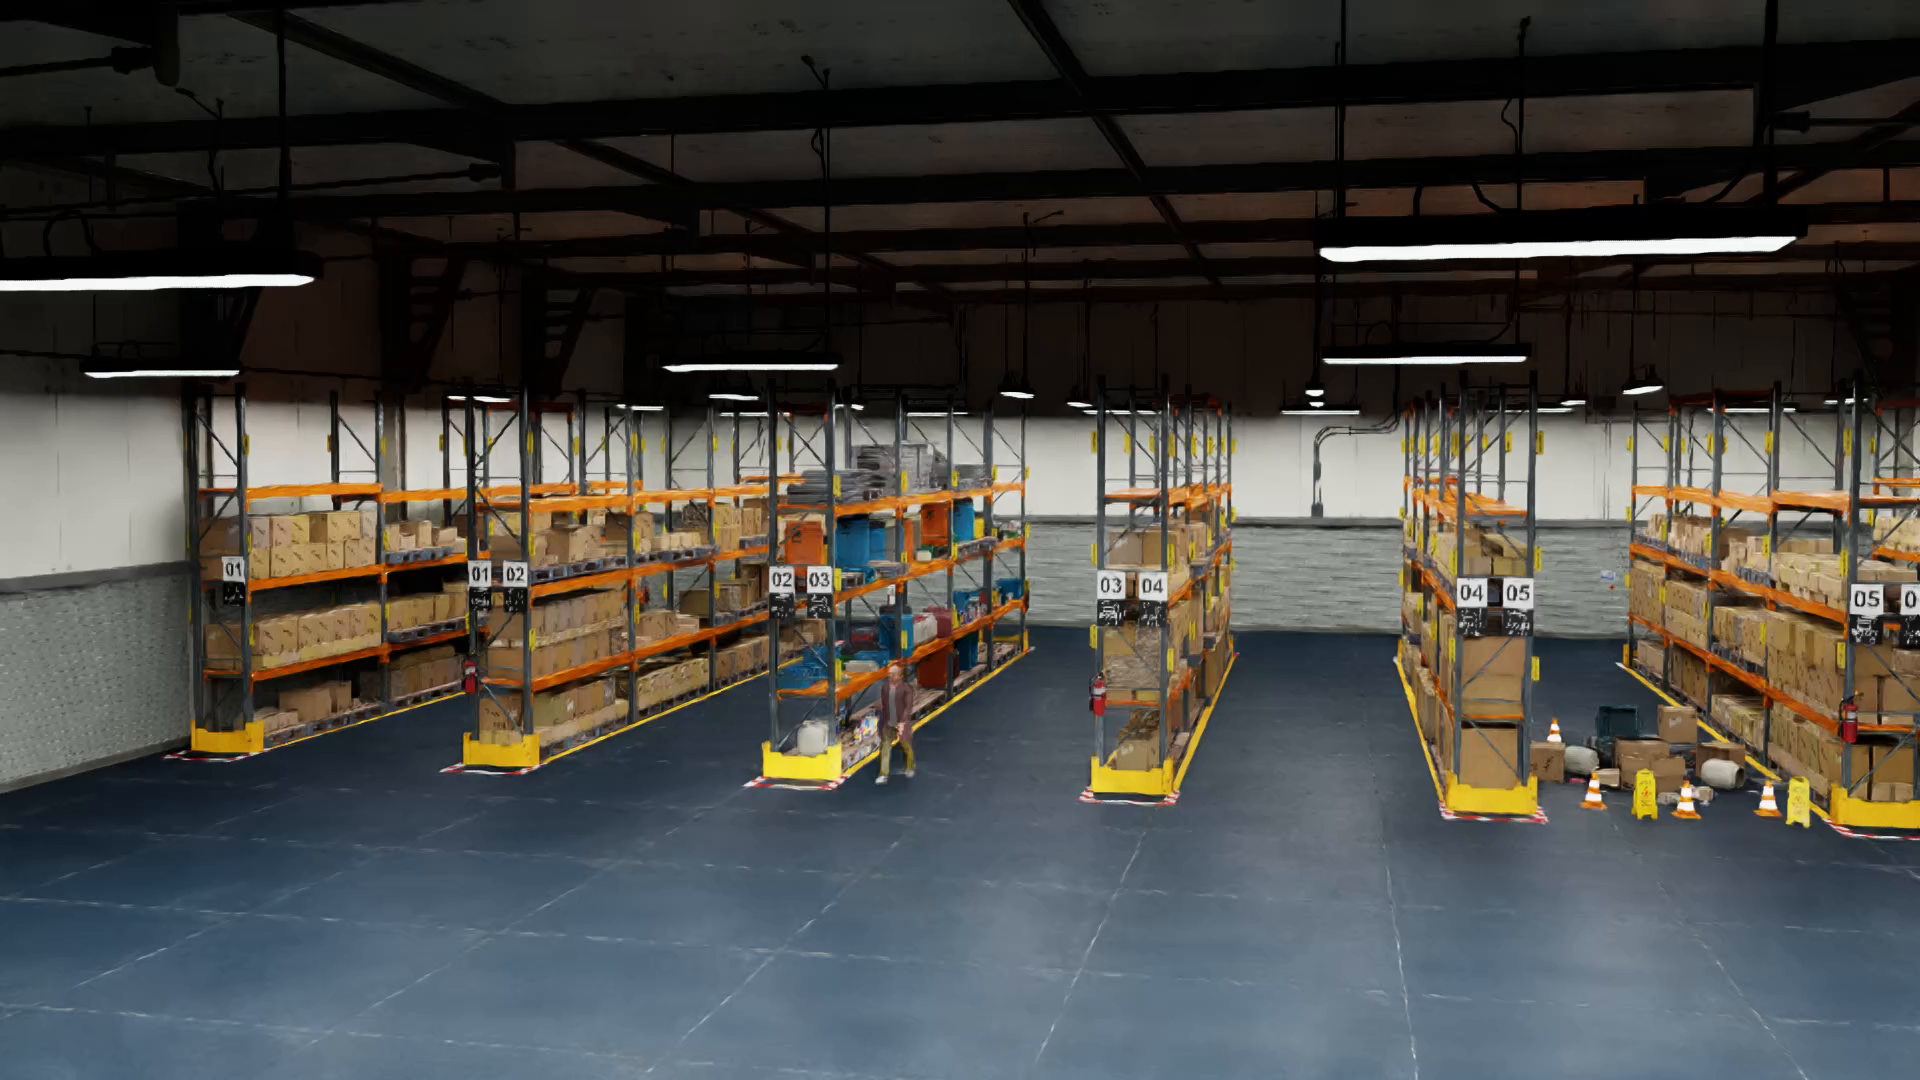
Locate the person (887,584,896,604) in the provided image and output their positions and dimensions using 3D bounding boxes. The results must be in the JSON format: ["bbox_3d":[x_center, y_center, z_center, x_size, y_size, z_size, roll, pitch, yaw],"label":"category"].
[{"bbox_3d":[-1.682,1.668,43.549,0.700,1.671,0.559,-3,4,-39],"label":"person"}]

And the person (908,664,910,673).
[{"bbox_3d":[-1.319,2.015,36.644,0.618,1.760,0.797,1,4,23],"label":"person"}]

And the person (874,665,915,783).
[{"bbox_3d":[-0.945,2.710,24.657,0.551,1.725,1.089,1,3,18],"label":"person"}]
